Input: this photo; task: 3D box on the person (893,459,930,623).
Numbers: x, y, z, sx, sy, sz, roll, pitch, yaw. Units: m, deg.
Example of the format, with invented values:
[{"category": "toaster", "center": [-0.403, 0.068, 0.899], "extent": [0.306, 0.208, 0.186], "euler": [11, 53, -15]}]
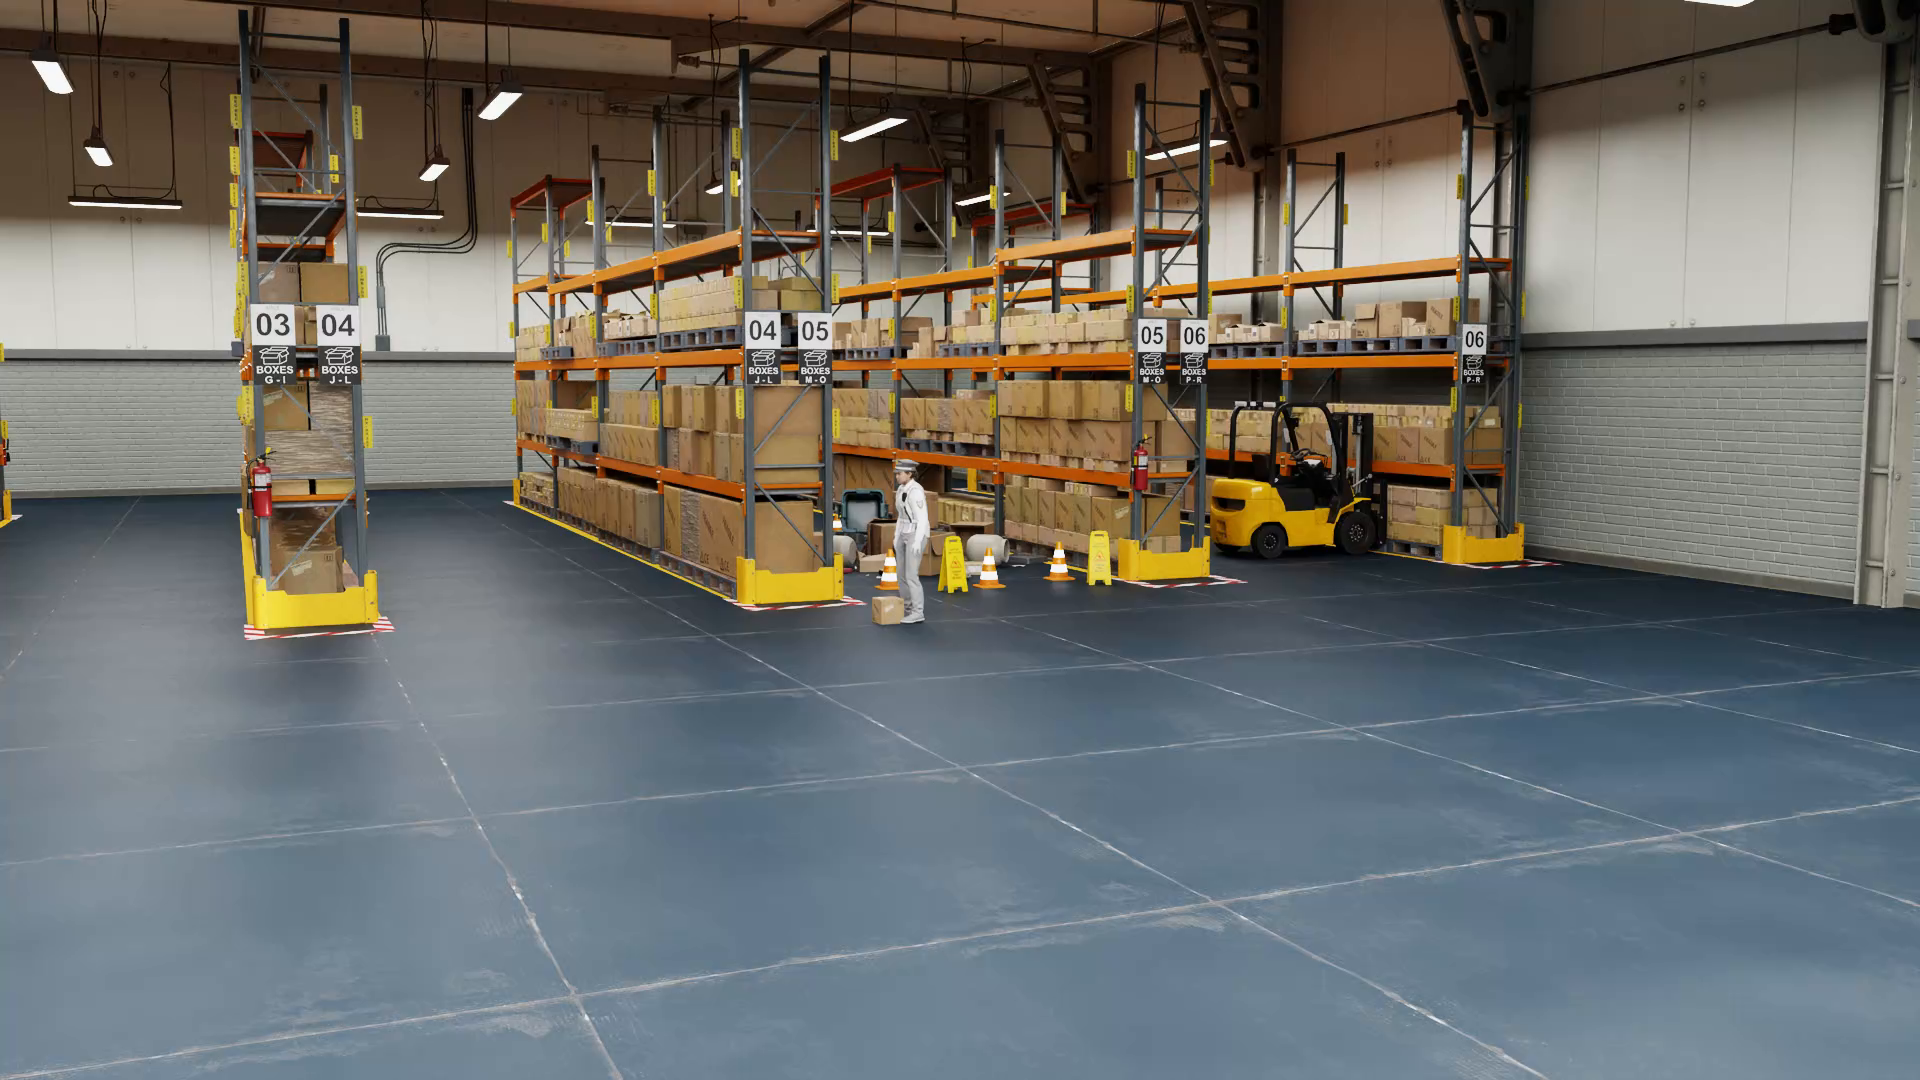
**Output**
[{"category": "person", "center": [-0.513, 0.002, 16.947], "extent": [0.371, 1.666, 0.547], "euler": [-3, 6, -27]}]
